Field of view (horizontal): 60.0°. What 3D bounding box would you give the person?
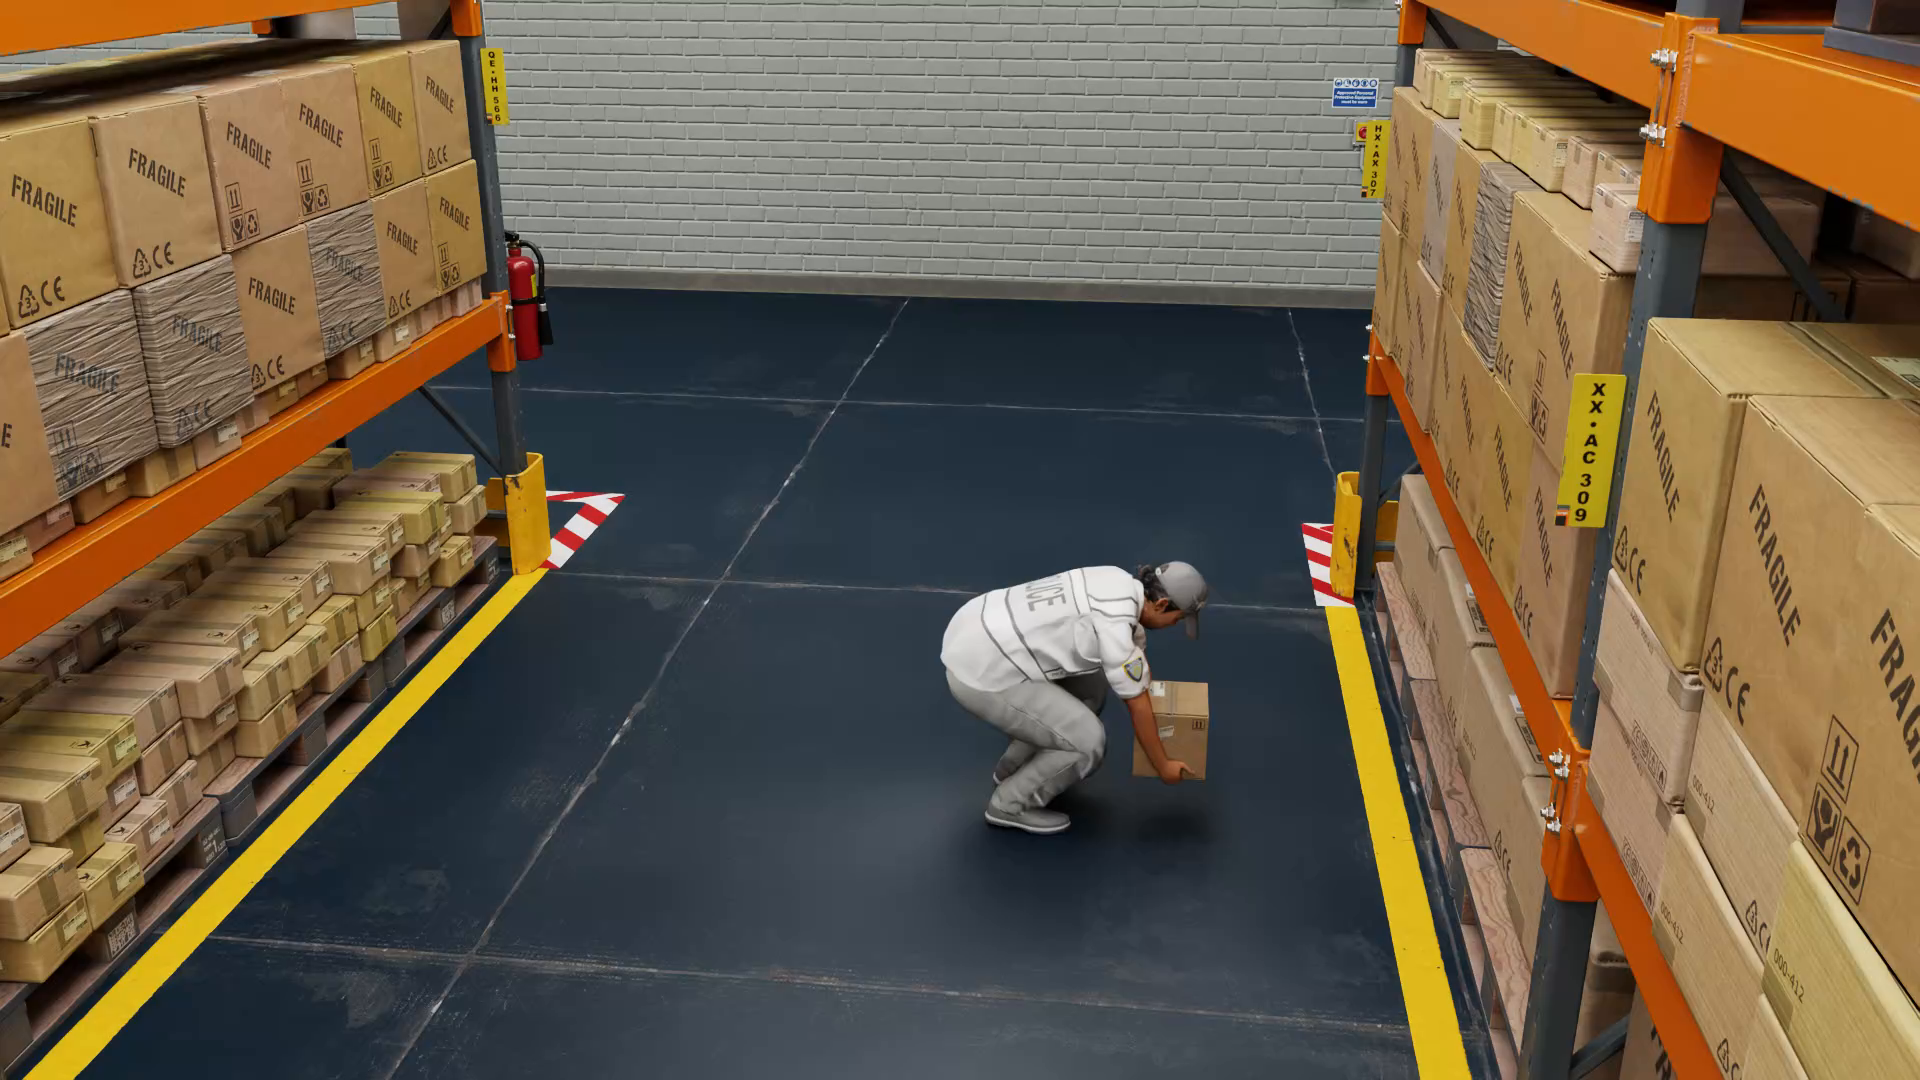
[{"bbox_3d":[0.388,0.516,5.769,0.902,0.940,0.517,2,21,5],"label":"person"}]
